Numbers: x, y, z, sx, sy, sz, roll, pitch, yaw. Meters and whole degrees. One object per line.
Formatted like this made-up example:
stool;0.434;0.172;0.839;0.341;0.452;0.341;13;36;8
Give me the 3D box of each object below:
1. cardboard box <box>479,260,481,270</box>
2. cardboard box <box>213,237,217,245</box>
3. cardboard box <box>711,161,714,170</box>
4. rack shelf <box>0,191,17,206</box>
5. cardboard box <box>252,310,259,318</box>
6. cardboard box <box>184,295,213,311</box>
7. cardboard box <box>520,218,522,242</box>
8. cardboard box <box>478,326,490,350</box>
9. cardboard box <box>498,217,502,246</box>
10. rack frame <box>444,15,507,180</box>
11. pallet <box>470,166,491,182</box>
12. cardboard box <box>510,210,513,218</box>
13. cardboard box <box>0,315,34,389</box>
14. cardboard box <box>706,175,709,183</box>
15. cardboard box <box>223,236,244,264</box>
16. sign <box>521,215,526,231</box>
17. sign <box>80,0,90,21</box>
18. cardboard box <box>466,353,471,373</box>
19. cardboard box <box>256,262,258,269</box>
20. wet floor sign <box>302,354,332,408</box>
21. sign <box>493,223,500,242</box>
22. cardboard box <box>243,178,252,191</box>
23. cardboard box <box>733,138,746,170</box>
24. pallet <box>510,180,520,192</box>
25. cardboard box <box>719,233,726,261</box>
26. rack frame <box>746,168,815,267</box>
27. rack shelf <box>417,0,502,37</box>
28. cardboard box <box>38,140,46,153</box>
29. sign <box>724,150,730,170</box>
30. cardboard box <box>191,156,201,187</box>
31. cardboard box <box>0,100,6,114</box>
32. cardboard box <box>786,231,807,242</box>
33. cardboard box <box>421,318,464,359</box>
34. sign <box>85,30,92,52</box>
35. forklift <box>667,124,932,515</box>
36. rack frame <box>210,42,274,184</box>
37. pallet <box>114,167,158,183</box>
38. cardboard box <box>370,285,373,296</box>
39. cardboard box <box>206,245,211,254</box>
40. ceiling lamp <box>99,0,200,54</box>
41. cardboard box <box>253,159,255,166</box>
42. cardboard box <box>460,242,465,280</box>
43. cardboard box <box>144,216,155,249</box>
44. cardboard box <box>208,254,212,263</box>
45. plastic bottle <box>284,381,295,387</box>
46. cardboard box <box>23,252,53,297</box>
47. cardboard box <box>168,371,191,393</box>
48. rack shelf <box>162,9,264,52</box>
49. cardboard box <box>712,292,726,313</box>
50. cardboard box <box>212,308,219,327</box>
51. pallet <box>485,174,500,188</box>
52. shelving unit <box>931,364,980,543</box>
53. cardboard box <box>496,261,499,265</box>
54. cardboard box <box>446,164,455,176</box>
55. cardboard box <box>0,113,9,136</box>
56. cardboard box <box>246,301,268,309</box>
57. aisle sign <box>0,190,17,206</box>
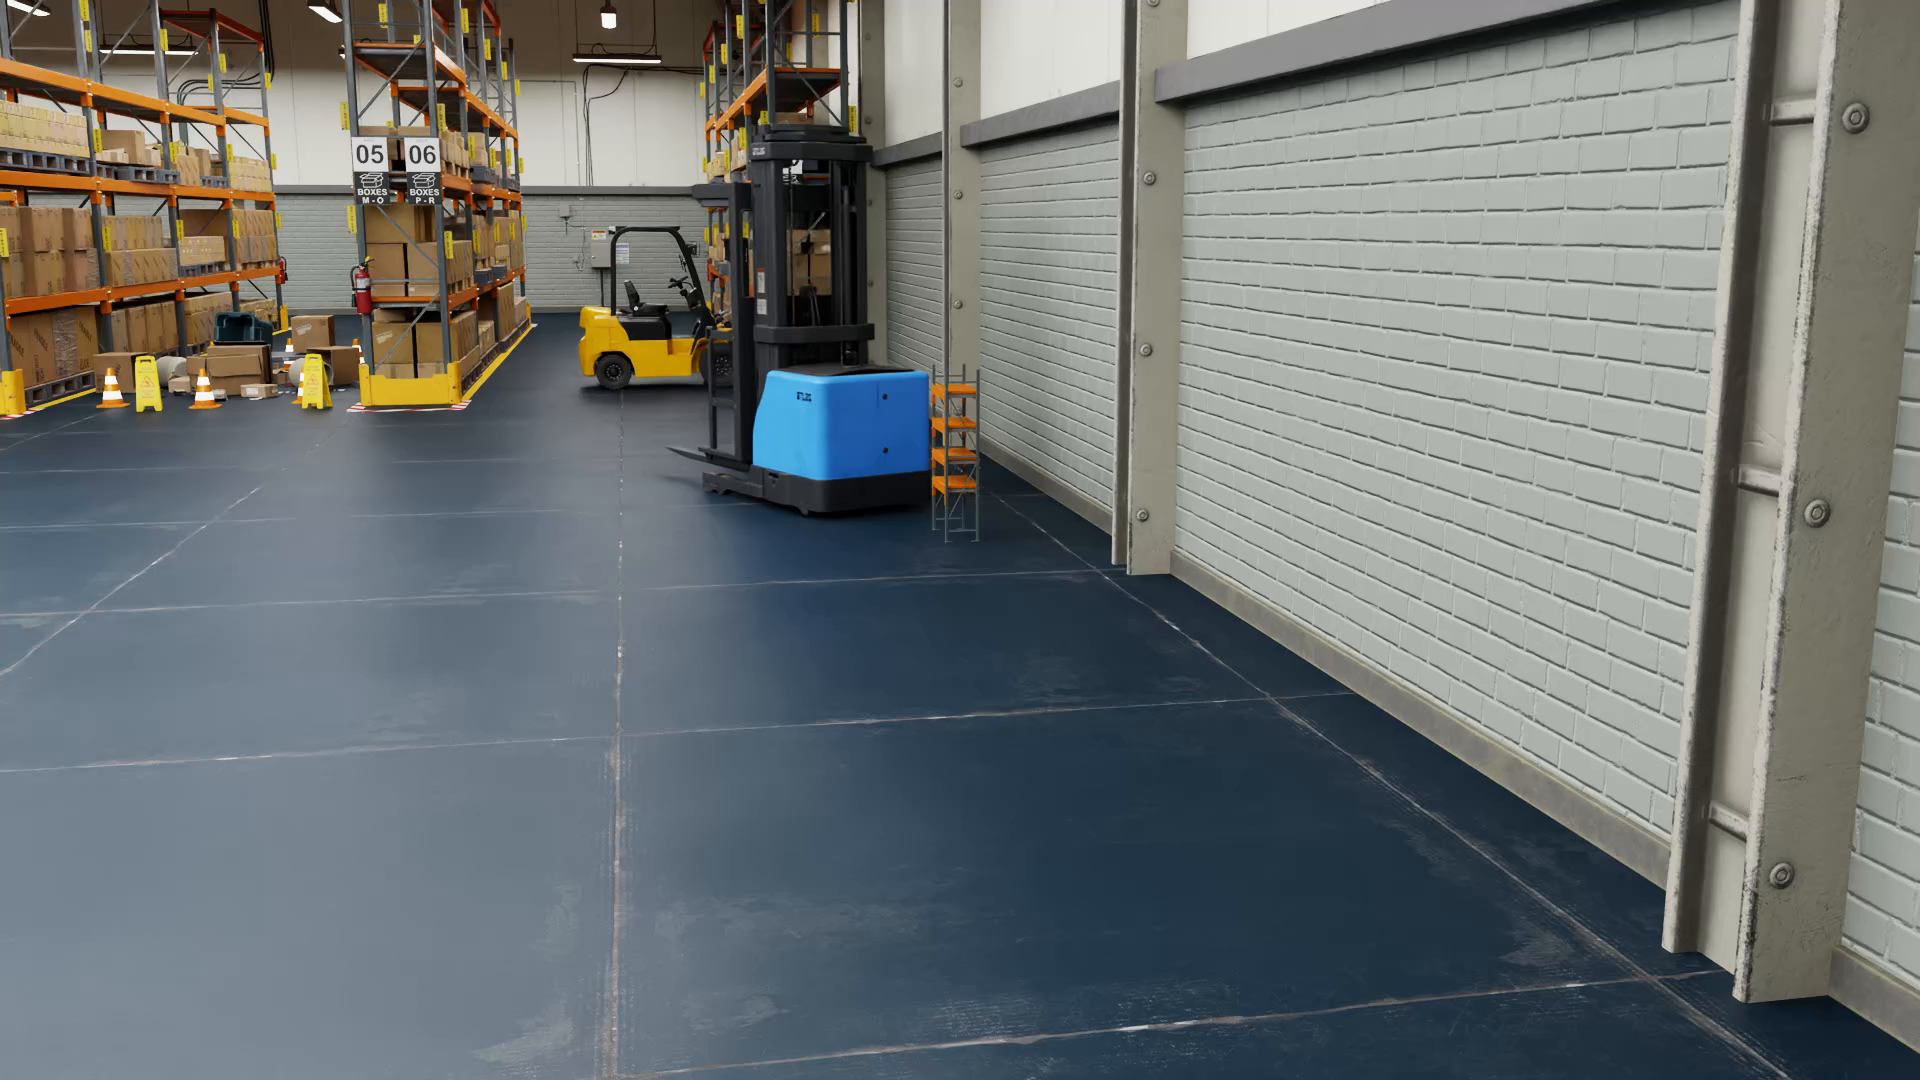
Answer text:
cardboard box;-7.383;-4.128;24.911;0.380;0.149;0.250;-2;11;-10
cardboard box;-13.567;-5.367;29.828;0.380;0.149;0.250;-2;11;-13
cardboard box;-4.606;-7.215;32.047;0.380;0.149;0.250;-2;11;-9
rack shelf;-19.211;-6.480;31.621;1.077;0.370;4.000;-2;11;-11
cardboard box;-13.981;-4.421;32.607;0.380;0.149;0.250;-2;11;-11
cardboard box;-13.239;-4.087;28.705;0.500;0.250;0.500;-2;11;-11
cardboard box;-9.552;-6.547;35.133;0.500;0.500;0.500;-2;11;-9
cardboard box;-7.930;-3.157;26.164;0.950;0.372;0.625;-2;11;-9
cardboard box;-8.371;-5.445;29.342;0.500;0.500;0.500;-2;11;-9
rack frame;-9.102;-8.300;31.239;1.000;3.000;0.127;-2;11;-11
pallet;-7.561;-5.384;24.444;1.213;0.211;1.003;-2;11;-11
cardboard box;-9.077;-6.469;32.985;0.380;0.149;0.250;-2;11;-13
cardboard box;-11.800;-2.238;19.994;0.875;0.875;0.875;-2;11;-11
cardboard box;-5.193;-7.723;35.832;0.500;0.250;0.500;-2;11;-12
cardboard box;-13.787;-5.450;31.245;0.500;0.500;0.500;-2;11;-12
sign;-9.345;-6.789;35.614;0.100;0.325;0.005;-2;11;-11
sign;-11.832;-7.187;22.467;0.100;0.325;0.005;-2;11;-11
cardboard box;-6.864;-2.359;22.301;0.500;0.250;0.500;-1;11;-7
cardboard box;-14.211;-5.476;33.117;0.380;0.149;0.250;-3;11;-13
wet floor sign;-7.780;-1.922;20.069;0.267;0.644;0.232;2;11;9
sign;-7.793;-5.171;27.958;0.100;0.325;0.005;-2;11;-11
cardboard box;-13.957;-6.837;31.973;0.500;0.250;0.500;-2;11;-9
cardboard box;-3.357;-6.348;27.347;0.700;0.500;0.500;-2;11;-12
pallet;-9.725;-7.381;34.669;1.003;0.211;1.213;-2;11;-11
cardboard box;-4.105;-5.454;30.939;0.700;0.500;0.500;-2;11;-11
rack frame;-2.678;-4.067;25.043;1.000;3.000;0.127;-2;11;-11
rack shelf;-8.713;-9.213;29.068;1.077;0.370;4.000;-2;11;-11
cardboard box;-11.651;-4.912;20.741;0.380;0.149;0.250;-2;11;-10
sign;-3.988;-6.509;28.467;0.100;0.325;0.005;-2;11;-11
cardboard box;-13.216;-6.241;28.175;0.500;0.500;0.500;-2;11;-11
cardboard box;-11.404;-5.070;19.438;0.380;0.149;0.250;-2;11;-11
cardboard box;-2.176;-3.906;21.396;0.380;0.149;0.250;-2;11;-11
cardboard box;-6.765;-2.634;21.740;0.500;0.500;0.500;-3;11;-13
sign;-13.690;-7.844;26.134;0.100;0.325;0.005;-2;11;-11
forklift;-1.478;-1.854;13.600;1.130;2.935;3.031;-7;13;-34
rack frame;-14.716;-8.835;34.050;1.000;3.000;0.127;-2;11;-11
pallet;-12.762;-5.481;24.952;1.003;0.211;1.213;-2;11;-8
cardboard box;-7.208;-3.132;20.803;0.380;0.149;0.250;-2;11;-12
cardboard box;-13.462;-5.126;29.361;0.380;0.149;0.250;-3;11;-14
ceiling lamp;-17.635;-12.126;35.725;2.000;3.185;0.800;-2;11;-11
cardboard box;-14.212;-7.490;33.004;0.380;0.149;0.250;-2;11;-12
cardboard box;-6.899;-3.726;22.187;0.500;0.500;0.500;-2;11;-12
cardboard box;-12.982;-4.786;25.878;0.700;0.500;0.500;-2;11;-12
cardboard box;-13.460;-4.982;29.397;0.380;0.149;0.250;-3;11;-13
plastic bottle;-9.134;-2.138;22.764;0.133;0.061;0.283;0;11;-1
cardboard box;-11.834;-3.301;20.618;0.875;0.550;0.550;-2;11;-11
cardboard box;-10.241;-2.096;21.999;0.396;0.266;0.258;0;11;-1
rack shelf;-14.327;-9.748;31.880;1.077;0.370;4.000;-2;11;-11
cardboard box;-4.985;-5.132;36.193;0.797;0.503;0.637;-3;11;-13
cardboard box;-13.352;-3.818;29.297;0.500;0.500;0.500;-2;11;-12
pallet;-8.501;-6.117;28.293;1.213;0.211;1.003;-2;11;-8
shelving unit;-0.032;-0.620;11.744;0.258;1.200;0.503;-2;11;-11
cardboard box;-8.172;-4.645;28.479;0.500;0.250;0.500;-2;11;-12
cardboard box;-6.769;-4.812;21.606;0.380;0.149;0.250;-2;11;-10
cardboard box;-11.446;-4.853;19.365;0.500;0.250;0.500;-2;11;-11
cardboard box;-14.101;-4.710;33.333;0.380;0.149;0.250;-2;11;-9
aisle sign;-19.320;-7.028;33.645;0.394;0.787;0.004;-2;11;-11
